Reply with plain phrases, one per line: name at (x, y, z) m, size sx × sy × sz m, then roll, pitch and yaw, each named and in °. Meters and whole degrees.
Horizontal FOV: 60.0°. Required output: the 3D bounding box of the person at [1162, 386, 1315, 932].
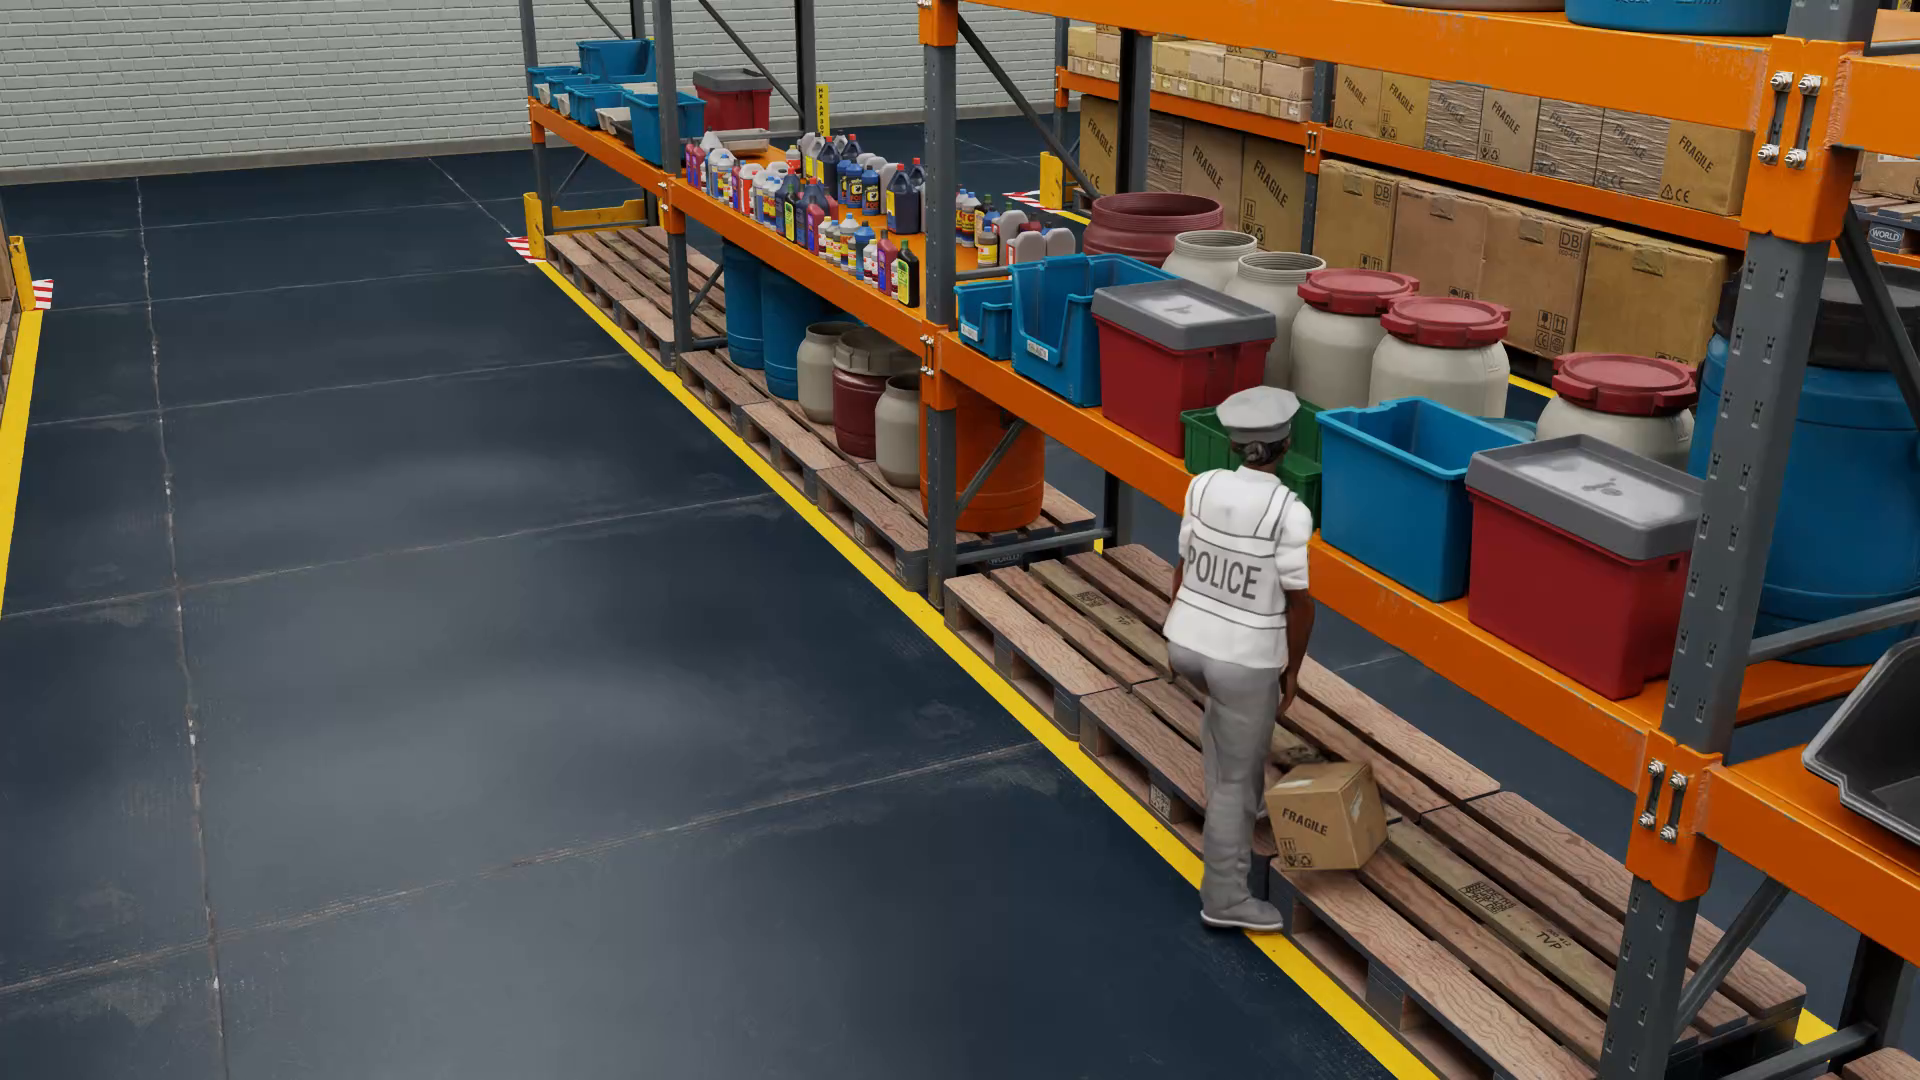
person at (0.893, 0.367, 5.163) m, size 0.539 × 1.660 × 0.532 m, roll 18°, pitch 29°, yaw 38°
